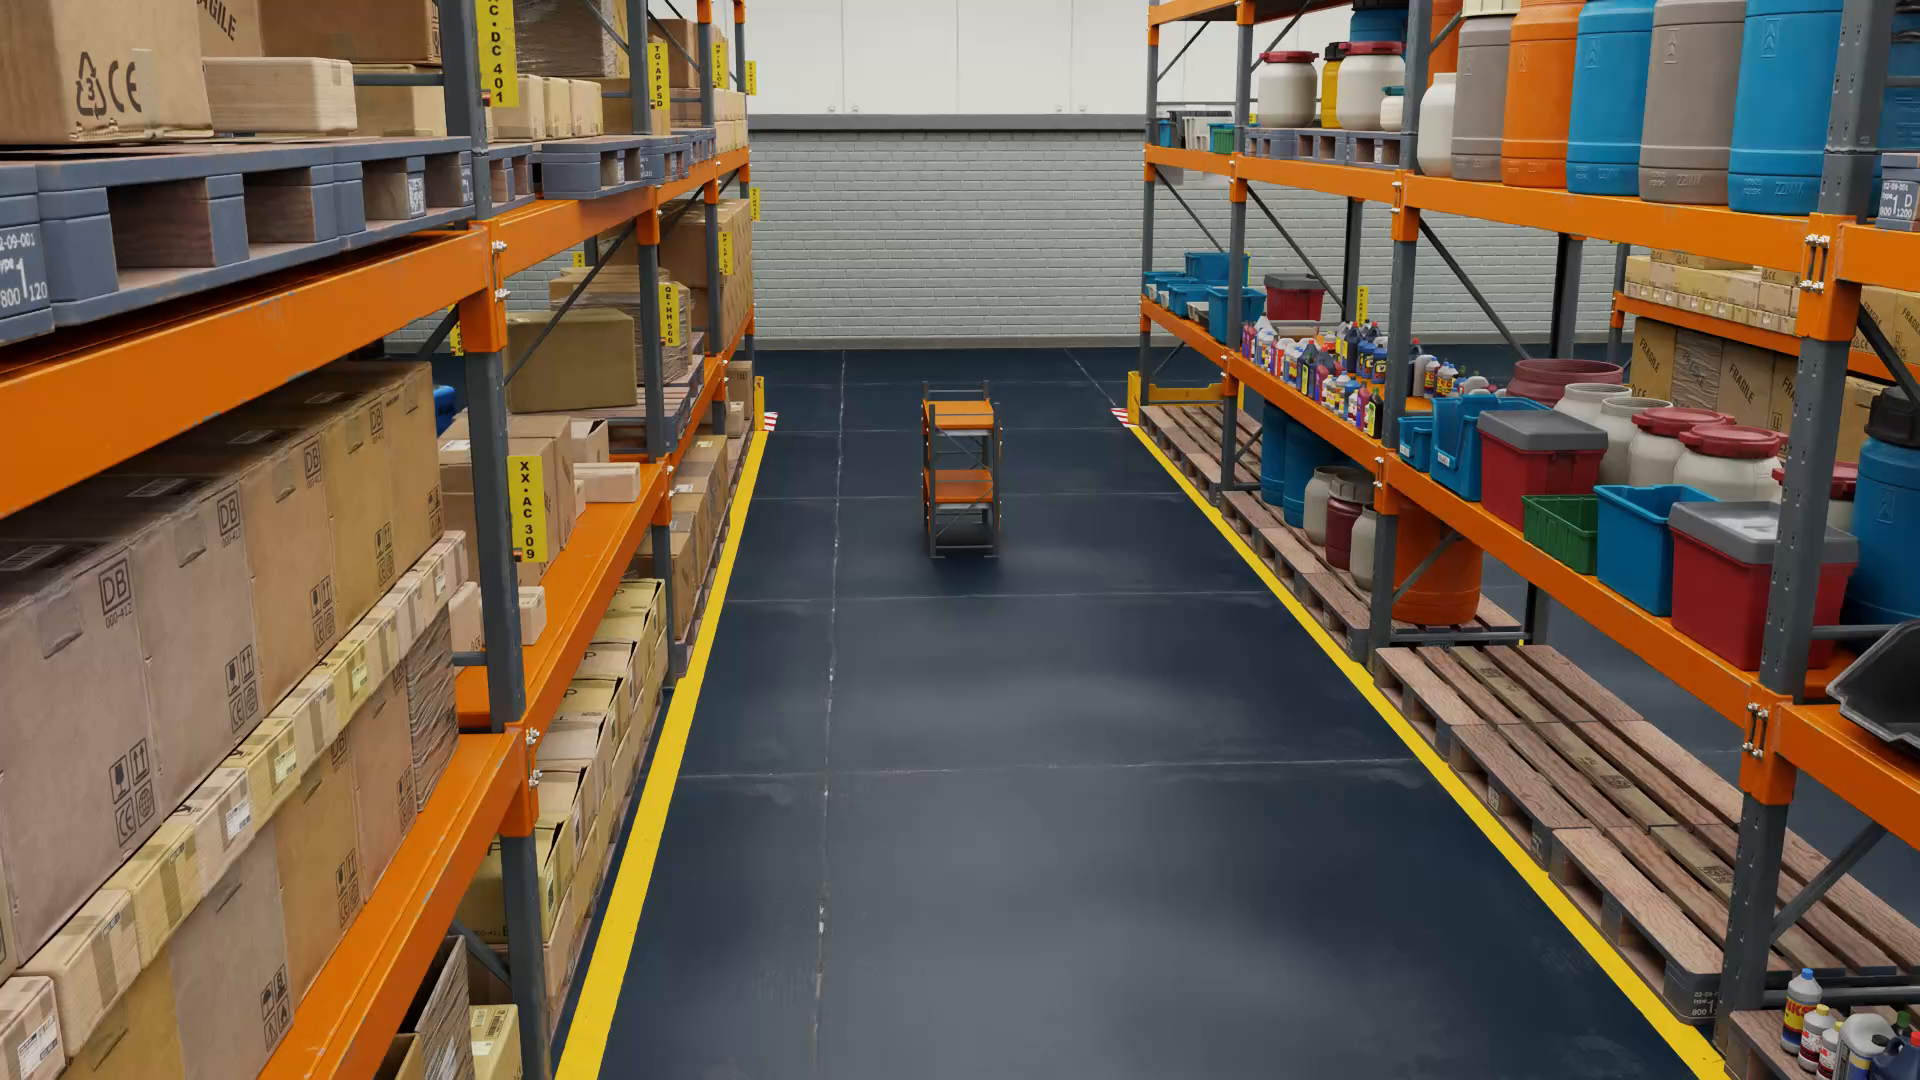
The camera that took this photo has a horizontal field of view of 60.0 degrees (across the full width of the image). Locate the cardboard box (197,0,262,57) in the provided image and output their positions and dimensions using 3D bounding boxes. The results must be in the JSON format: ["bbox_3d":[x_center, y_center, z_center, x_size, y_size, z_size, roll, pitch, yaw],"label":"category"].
[{"bbox_3d":[-2.077,-1.268,4.090,0.500,0.500,0.500,0,14,1],"label":"cardboard box"}]

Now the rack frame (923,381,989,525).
[{"bbox_3d":[-0.032,-0.673,12.884,0.500,1.125,0.032,-1,14,-3],"label":"rack frame"}]

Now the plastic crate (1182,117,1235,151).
[{"bbox_3d":[2.185,-3.524,14.422,0.437,0.282,0.530,-1,14,-3],"label":"plastic crate"}]

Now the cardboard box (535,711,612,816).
[{"bbox_3d":[-1.681,0.872,6.668,0.500,0.311,0.500,-1,14,-5],"label":"cardboard box"}]

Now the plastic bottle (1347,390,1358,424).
[{"bbox_3d":[2.391,-0.804,10.029,0.097,0.201,0.097,0,14,0],"label":"plastic bottle"}]

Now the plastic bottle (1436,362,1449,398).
[{"bbox_3d":[3.110,-1.005,10.670,0.097,0.271,0.097,0,14,0],"label":"plastic bottle"}]

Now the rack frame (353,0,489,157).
[{"bbox_3d":[-1.845,-2.530,4.301,1.000,3.000,0.127,-1,14,-3],"label":"rack frame"}]

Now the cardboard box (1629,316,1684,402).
[{"bbox_3d":[7.419,-1.778,16.837,0.875,0.875,0.875,-1,14,-3],"label":"cardboard box"}]

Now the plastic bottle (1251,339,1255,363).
[{"bbox_3d":[2.234,-1.434,12.481,0.097,0.201,0.097,0,14,0],"label":"plastic bottle"}]

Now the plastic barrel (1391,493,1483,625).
[{"bbox_3d":[2.804,0.031,9.899,0.600,0.830,0.708,-1,14,-3],"label":"plastic barrel"}]

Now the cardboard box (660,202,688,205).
[{"bbox_3d":[-2.784,-2.898,15.561,0.500,0.500,0.500,-1,14,-3],"label":"cardboard box"}]

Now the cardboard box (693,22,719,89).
[{"bbox_3d":[-2.298,-3.847,13.230,0.700,0.500,0.500,-1,14,-3],"label":"cardboard box"}]

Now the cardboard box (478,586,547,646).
[{"bbox_3d":[-1.696,0.273,5.949,0.380,0.149,0.250,-1,14,-3],"label":"cardboard box"}]

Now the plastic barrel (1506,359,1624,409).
[{"bbox_3d":[3.182,-0.650,8.762,0.600,0.536,0.708,-1,14,-3],"label":"plastic barrel"}]

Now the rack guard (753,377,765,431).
[{"bbox_3d":[-2.584,-1.380,16.886,1.175,0.500,0.348,-1,14,-3],"label":"rack guard"}]

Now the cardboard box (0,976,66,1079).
[{"bbox_3d":[-1.453,0.716,2.222,0.380,0.149,0.250,-1,14,-4],"label":"cardboard box"}]

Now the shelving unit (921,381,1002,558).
[{"bbox_3d":[0.000,-0.546,12.393,0.538,1.125,1.048,-1,14,-3],"label":"shelving unit"}]

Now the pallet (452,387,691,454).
[{"bbox_3d":[-2.205,-0.694,9.590,1.213,0.211,1.003,-1,14,-3],"label":"pallet"}]

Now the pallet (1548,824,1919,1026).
[{"bbox_3d":[3.012,1.455,6.447,1.003,0.211,1.213,-1,14,-3],"label":"pallet"}]

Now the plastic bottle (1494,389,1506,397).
[{"bbox_3d":[3.147,-0.748,9.662,0.152,0.276,0.135,-1,14,-3],"label":"plastic bottle"}]

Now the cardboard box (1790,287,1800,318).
[{"bbox_3d":[7.258,-1.944,13.765,0.500,0.250,0.500,-1,14,-4],"label":"cardboard box"}]

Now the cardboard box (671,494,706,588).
[{"bbox_3d":[-1.900,0.005,10.620,0.500,0.500,0.500,-1,14,-4],"label":"cardboard box"}]

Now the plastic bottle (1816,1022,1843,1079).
[{"bbox_3d":[2.694,1.578,5.105,0.097,0.201,0.097,0,14,0],"label":"plastic bottle"}]

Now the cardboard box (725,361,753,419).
[{"bbox_3d":[-2.309,-1.480,16.394,0.500,0.500,0.500,-1,14,-3],"label":"cardboard box"}]

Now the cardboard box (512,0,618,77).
[{"bbox_3d":[-2.114,-2.714,8.827,0.500,0.500,0.500,-1,14,-3],"label":"cardboard box"}]

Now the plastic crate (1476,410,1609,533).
[{"bbox_3d":[2.646,-0.320,7.621,0.402,0.464,0.583,-1,14,-3],"label":"plastic crate"}]

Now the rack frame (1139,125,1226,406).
[{"bbox_3d":[2.356,-2.685,16.942,1.000,3.000,0.127,-1,14,-3],"label":"rack frame"}]

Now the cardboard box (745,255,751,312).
[{"bbox_3d":[-2.253,-2.422,15.718,0.500,0.500,0.500,-1,14,-3],"label":"cardboard box"}]

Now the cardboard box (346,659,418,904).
[{"bbox_3d":[-1.772,0.568,4.098,0.700,0.500,0.500,-1,14,-4],"label":"cardboard box"}]

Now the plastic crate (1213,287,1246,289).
[{"bbox_3d":[2.587,-2.386,16.190,0.396,0.136,0.243,-1,14,-3],"label":"plastic crate"}]

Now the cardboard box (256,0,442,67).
[{"bbox_3d":[-1.844,-1.726,5.147,0.500,0.500,0.500,-1,14,-3],"label":"cardboard box"}]

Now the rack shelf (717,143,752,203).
[{"bbox_3d":[-2.465,-3.216,14.431,1.077,0.370,4.000,-1,14,-3],"label":"rack shelf"}]

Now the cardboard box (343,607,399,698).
[{"bbox_3d":[-1.565,0.269,3.960,0.380,0.149,0.250,-1,14,-4],"label":"cardboard box"}]

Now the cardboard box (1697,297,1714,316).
[{"bbox_3d":[7.088,-2.164,15.420,0.380,0.149,0.250,-1,14,-5],"label":"cardboard box"}]

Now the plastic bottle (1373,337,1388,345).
[{"bbox_3d":[3.004,-1.321,11.889,0.152,0.276,0.135,-1,14,-3],"label":"plastic bottle"}]

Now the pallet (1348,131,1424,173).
[{"bbox_3d":[2.901,-2.248,9.604,1.003,0.211,1.213,-1,14,-3],"label":"pallet"}]

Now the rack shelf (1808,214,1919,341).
[{"bbox_3d":[3.223,-0.307,3.125,1.077,0.370,4.000,-1,14,-3],"label":"rack shelf"}]

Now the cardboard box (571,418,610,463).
[{"bbox_3d":[-2.114,-0.485,8.572,0.500,0.311,0.500,0,14,0],"label":"cardboard box"}]

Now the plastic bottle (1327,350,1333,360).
[{"bbox_3d":[2.459,-1.143,11.209,0.097,0.271,0.097,0,14,0],"label":"plastic bottle"}]

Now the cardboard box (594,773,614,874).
[{"bbox_3d":[-1.688,1.143,6.739,0.500,0.250,0.500,-1,14,-5],"label":"cardboard box"}]

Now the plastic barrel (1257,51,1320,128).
[{"bbox_3d":[2.386,-3.277,12.108,0.433,0.535,0.433,0,14,0],"label":"plastic barrel"}]

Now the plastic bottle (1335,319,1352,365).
[{"bbox_3d":[2.843,-1.440,12.204,0.144,0.351,0.185,-1,14,-3],"label":"plastic bottle"}]

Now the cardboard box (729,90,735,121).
[{"bbox_3d":[-2.206,-3.735,14.300,0.500,0.250,0.500,-1,14,-3],"label":"cardboard box"}]

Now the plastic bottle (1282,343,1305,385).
[{"bbox_3d":[2.324,-1.221,11.501,0.152,0.276,0.135,-1,14,-3],"label":"plastic bottle"}]

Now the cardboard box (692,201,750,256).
[{"bbox_3d":[-2.254,-2.910,15.609,0.500,0.500,0.500,0,14,-2],"label":"cardboard box"}]

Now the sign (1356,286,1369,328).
[{"bbox_3d":[3.153,-1.832,13.072,0.100,0.325,0.005,-1,14,-3],"label":"sign"}]

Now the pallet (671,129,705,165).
[{"bbox_3d":[-2.303,-2.555,10.794,1.213,0.211,1.003,-1,14,-3],"label":"pallet"}]

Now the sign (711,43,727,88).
[{"bbox_3d":[-1.787,-3.518,12.331,0.100,0.325,0.005,-1,14,-3],"label":"sign"}]

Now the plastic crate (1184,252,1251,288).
[{"bbox_3d":[2.563,-2.651,16.617,0.616,0.435,0.499,-1,14,-3],"label":"plastic crate"}]

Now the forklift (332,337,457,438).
[{"bbox_3d":[-4.760,-1.254,11.519,1.130,2.935,3.031,4,15,14],"label":"forklift"}]

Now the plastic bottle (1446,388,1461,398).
[{"bbox_3d":[2.995,-0.820,10.093,0.097,0.201,0.097,0,14,0],"label":"plastic bottle"}]

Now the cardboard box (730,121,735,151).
[{"bbox_3d":[-2.215,-3.492,14.361,0.500,0.250,0.500,-1,14,-3],"label":"cardboard box"}]

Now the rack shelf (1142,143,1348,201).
[{"bbox_3d":[2.480,-3.292,14.724,1.077,0.370,4.000,-1,14,-3],"label":"rack shelf"}]

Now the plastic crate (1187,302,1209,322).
[{"bbox_3d":[2.196,-2.020,14.766,0.293,0.136,0.466,-1,14,-3],"label":"plastic crate"}]

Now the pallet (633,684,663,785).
[{"bbox_3d":[-2.081,0.936,8.465,1.003,0.211,1.213,-1,14,-3],"label":"pallet"}]
